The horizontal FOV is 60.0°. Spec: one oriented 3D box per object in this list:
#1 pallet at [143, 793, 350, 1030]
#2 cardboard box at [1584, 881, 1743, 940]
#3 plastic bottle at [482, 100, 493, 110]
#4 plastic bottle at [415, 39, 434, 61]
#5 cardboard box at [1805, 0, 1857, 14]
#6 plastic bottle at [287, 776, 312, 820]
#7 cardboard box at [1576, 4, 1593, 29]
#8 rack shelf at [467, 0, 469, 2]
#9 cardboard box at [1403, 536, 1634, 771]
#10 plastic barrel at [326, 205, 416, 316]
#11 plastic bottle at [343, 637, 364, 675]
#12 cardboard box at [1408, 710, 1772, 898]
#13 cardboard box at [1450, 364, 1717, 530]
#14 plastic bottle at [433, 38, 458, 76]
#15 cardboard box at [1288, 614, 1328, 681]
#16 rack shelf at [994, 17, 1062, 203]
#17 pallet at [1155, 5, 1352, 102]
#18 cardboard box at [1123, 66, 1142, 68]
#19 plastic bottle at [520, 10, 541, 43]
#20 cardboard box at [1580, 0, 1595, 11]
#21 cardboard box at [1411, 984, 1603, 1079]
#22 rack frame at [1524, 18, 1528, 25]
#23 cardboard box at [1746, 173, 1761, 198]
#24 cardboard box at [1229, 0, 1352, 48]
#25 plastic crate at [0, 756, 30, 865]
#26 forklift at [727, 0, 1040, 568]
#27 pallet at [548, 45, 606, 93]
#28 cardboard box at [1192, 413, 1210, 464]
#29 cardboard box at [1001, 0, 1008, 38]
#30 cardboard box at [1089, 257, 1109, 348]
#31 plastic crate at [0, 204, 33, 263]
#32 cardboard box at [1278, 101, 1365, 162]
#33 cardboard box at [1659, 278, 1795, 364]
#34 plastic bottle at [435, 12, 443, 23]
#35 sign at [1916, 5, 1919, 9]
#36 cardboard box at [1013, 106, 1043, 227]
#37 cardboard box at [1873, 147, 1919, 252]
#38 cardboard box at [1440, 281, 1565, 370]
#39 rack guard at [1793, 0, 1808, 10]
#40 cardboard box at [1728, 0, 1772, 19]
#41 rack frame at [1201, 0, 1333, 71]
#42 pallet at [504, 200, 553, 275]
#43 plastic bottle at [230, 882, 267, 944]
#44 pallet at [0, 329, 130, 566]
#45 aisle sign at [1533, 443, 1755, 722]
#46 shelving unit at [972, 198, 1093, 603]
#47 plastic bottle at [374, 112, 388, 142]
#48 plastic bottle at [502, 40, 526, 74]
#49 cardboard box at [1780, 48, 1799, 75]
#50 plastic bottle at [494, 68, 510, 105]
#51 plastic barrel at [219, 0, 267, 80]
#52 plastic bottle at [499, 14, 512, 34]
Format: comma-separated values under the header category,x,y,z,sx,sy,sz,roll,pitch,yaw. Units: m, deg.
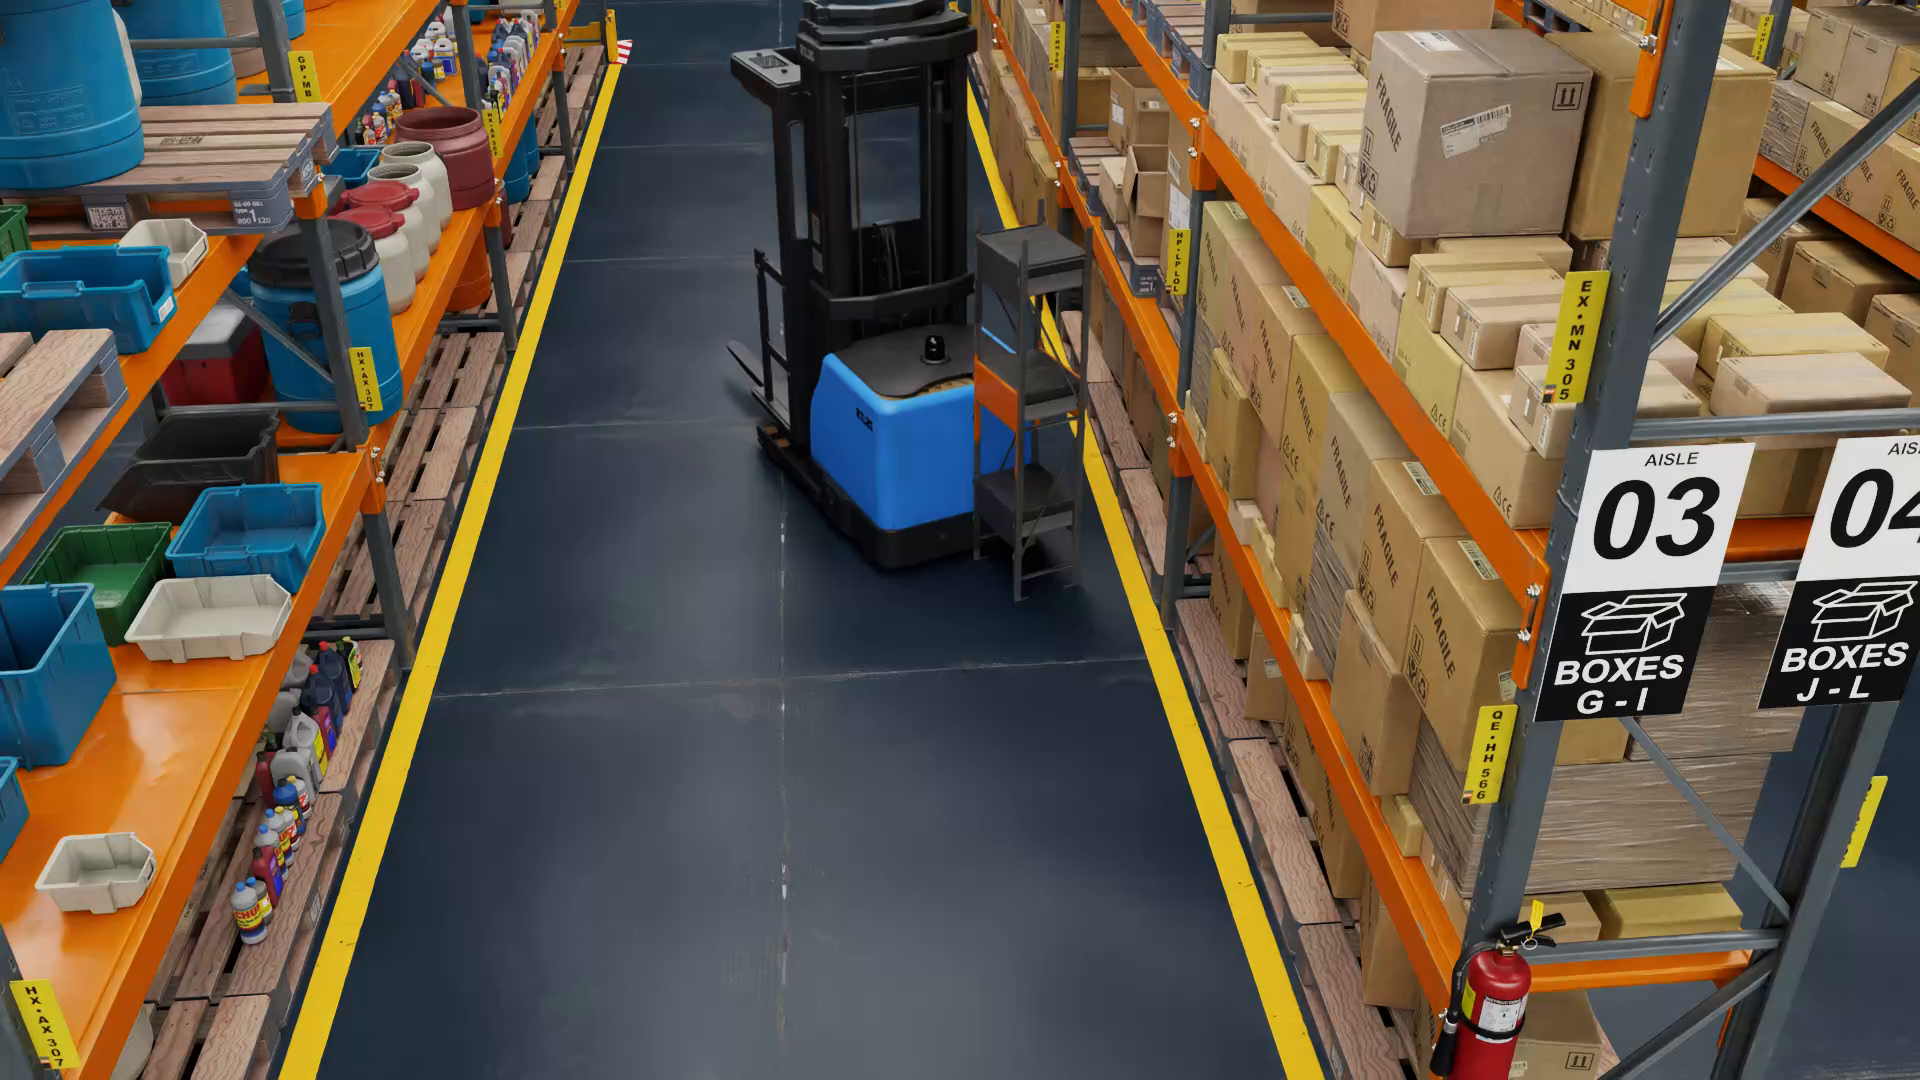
category,x,y,z,sx,sy,sz,roll,pitch,yaw
pallet,-3.204,1.552,6.946,1.003,0.211,1.213,-3,31,-5
cardboard box,2.174,1.141,5.159,0.380,0.149,0.250,-3,31,-5
plastic bottle,-3.478,-3.076,12.096,0.152,0.276,0.135,-3,31,-5
plastic bottle,-4.339,-3.919,13.506,0.152,0.276,0.135,-3,31,-5
cardboard box,10.496,-6.202,19.297,0.875,0.438,0.875,-4,31,-6
plastic bottle,-2.897,1.118,7.253,0.097,0.201,0.097,0,31,0
cardboard box,5.466,-4.445,14.101,0.380,0.149,0.250,-4,31,-7
rack shelf,-3.903,-4.657,12.398,1.077,0.370,4.000,-3,31,-5
cardboard box,1.666,0.321,4.924,0.500,0.500,0.500,-3,31,-5
plastic barrel,-3.282,-1.547,9.282,0.433,0.535,0.433,0,31,0
plastic bottle,-2.998,0.568,8.174,0.097,0.201,0.097,0,31,0
cardboard box,1.939,0.737,5.203,0.875,0.500,0.500,-3,31,-5
cardboard box,1.665,-0.267,4.493,0.500,0.250,0.500,-2,31,-3
plastic bottle,-4.188,-3.926,13.518,0.152,0.276,0.135,-3,31,-5
cardboard box,1.486,0.402,6.397,0.380,0.149,0.250,-3,31,-5
rack shelf,1.029,-3.607,13.564,1.077,0.370,4.000,-3,31,-5
pallet,1.638,-2.379,8.067,1.213,0.211,1.003,-3,31,-5
cardboard box,1.441,-3.198,12.082,0.500,0.500,0.500,-2,31,-3
plastic bottle,-3.731,-4.460,14.413,0.152,0.276,0.135,-3,31,-5
cardboard box,5.471,-4.565,14.013,0.380,0.149,0.250,-2,31,-3
cardboard box,1.921,1.763,5.901,0.500,0.500,0.500,3,31,5
rack frame,5.789,-5.122,15.401,1.000,3.000,0.127,-3,31,-5
cardboard box,5.838,-2.846,12.886,0.500,0.250,0.500,-3,31,-6
cardboard box,1.644,-2.609,7.758,0.797,0.503,0.637,-4,31,-7
plastic crate,-3.368,0.918,5.432,0.499,0.251,0.408,-3,31,-5
forklift,-0.647,-1.831,9.958,1.130,2.935,3.031,-15,34,-23
pallet,-4.425,-5.121,18.118,1.003,0.211,1.213,-3,31,-5
cardboard box,1.320,-0.492,7.893,0.380,0.149,0.250,-3,31,-5
cardboard box,0.636,-4.733,14.650,0.500,0.500,0.500,-3,31,-4
cardboard box,1.298,-1.669,11.627,0.700,0.500,0.500,-4,31,-7
plastic crate,-3.466,-0.993,5.769,0.336,0.188,0.450,-3,31,-5
cardboard box,1.414,-1.530,6.219,0.380,0.149,0.250,-3,31,-6
cardboard box,2.093,-0.616,4.689,0.380,0.149,0.250,-3,31,-5
plastic bottle,-4.468,-4.373,14.260,0.061,0.283,0.133,-3,31,-5
sign,6.716,-3.606,11.732,0.100,0.325,0.005,-3,31,-5
cardboard box,1.096,-2.971,13.462,1.225,0.875,0.875,-3,31,-4
cardboard box,6.078,-2.110,10.259,0.500,0.500,0.500,-3,31,-5
cardboard box,1.584,-0.604,4.669,0.380,0.149,0.250,-4,31,-7
rack guard,10.332,-6.393,19.965,1.175,0.500,0.348,-3,31,-5
cardboard box,6.215,-4.189,13.094,0.380,0.149,0.250,-1,31,-2
rack frame,1.589,-3.428,6.713,1.000,3.000,0.127,-3,31,-5
pallet,-3.942,-2.482,13.699,1.003,0.211,1.213,-3,31,-5
plastic bottle,-2.827,1.469,6.597,0.097,0.271,0.097,0,31,0
pallet,-2.948,-0.206,4.429,1.003,0.211,1.213,-3,31,-5
aisle sign,1.670,0.120,4.089,0.394,0.787,0.004,-3,31,-5
shelving unit,0.369,-0.716,8.900,0.431,2.100,0.503,-15,34,-23
plastic bottle,-4.202,-2.985,12.016,0.097,0.201,0.097,0,31,0
plastic bottle,-3.637,-3.947,13.555,0.152,0.276,0.135,-3,31,-5
cardboard box,6.318,-3.537,12.291,0.380,0.149,0.250,-1,31,-2
plastic bottle,-3.526,-3.488,12.790,0.097,0.271,0.097,0,31,0
plastic barrel,-3.667,-2.701,7.933,0.600,0.901,0.600,0,31,0
plastic bottle,-3.821,-4.217,13.934,0.144,0.351,0.185,-3,31,-5
